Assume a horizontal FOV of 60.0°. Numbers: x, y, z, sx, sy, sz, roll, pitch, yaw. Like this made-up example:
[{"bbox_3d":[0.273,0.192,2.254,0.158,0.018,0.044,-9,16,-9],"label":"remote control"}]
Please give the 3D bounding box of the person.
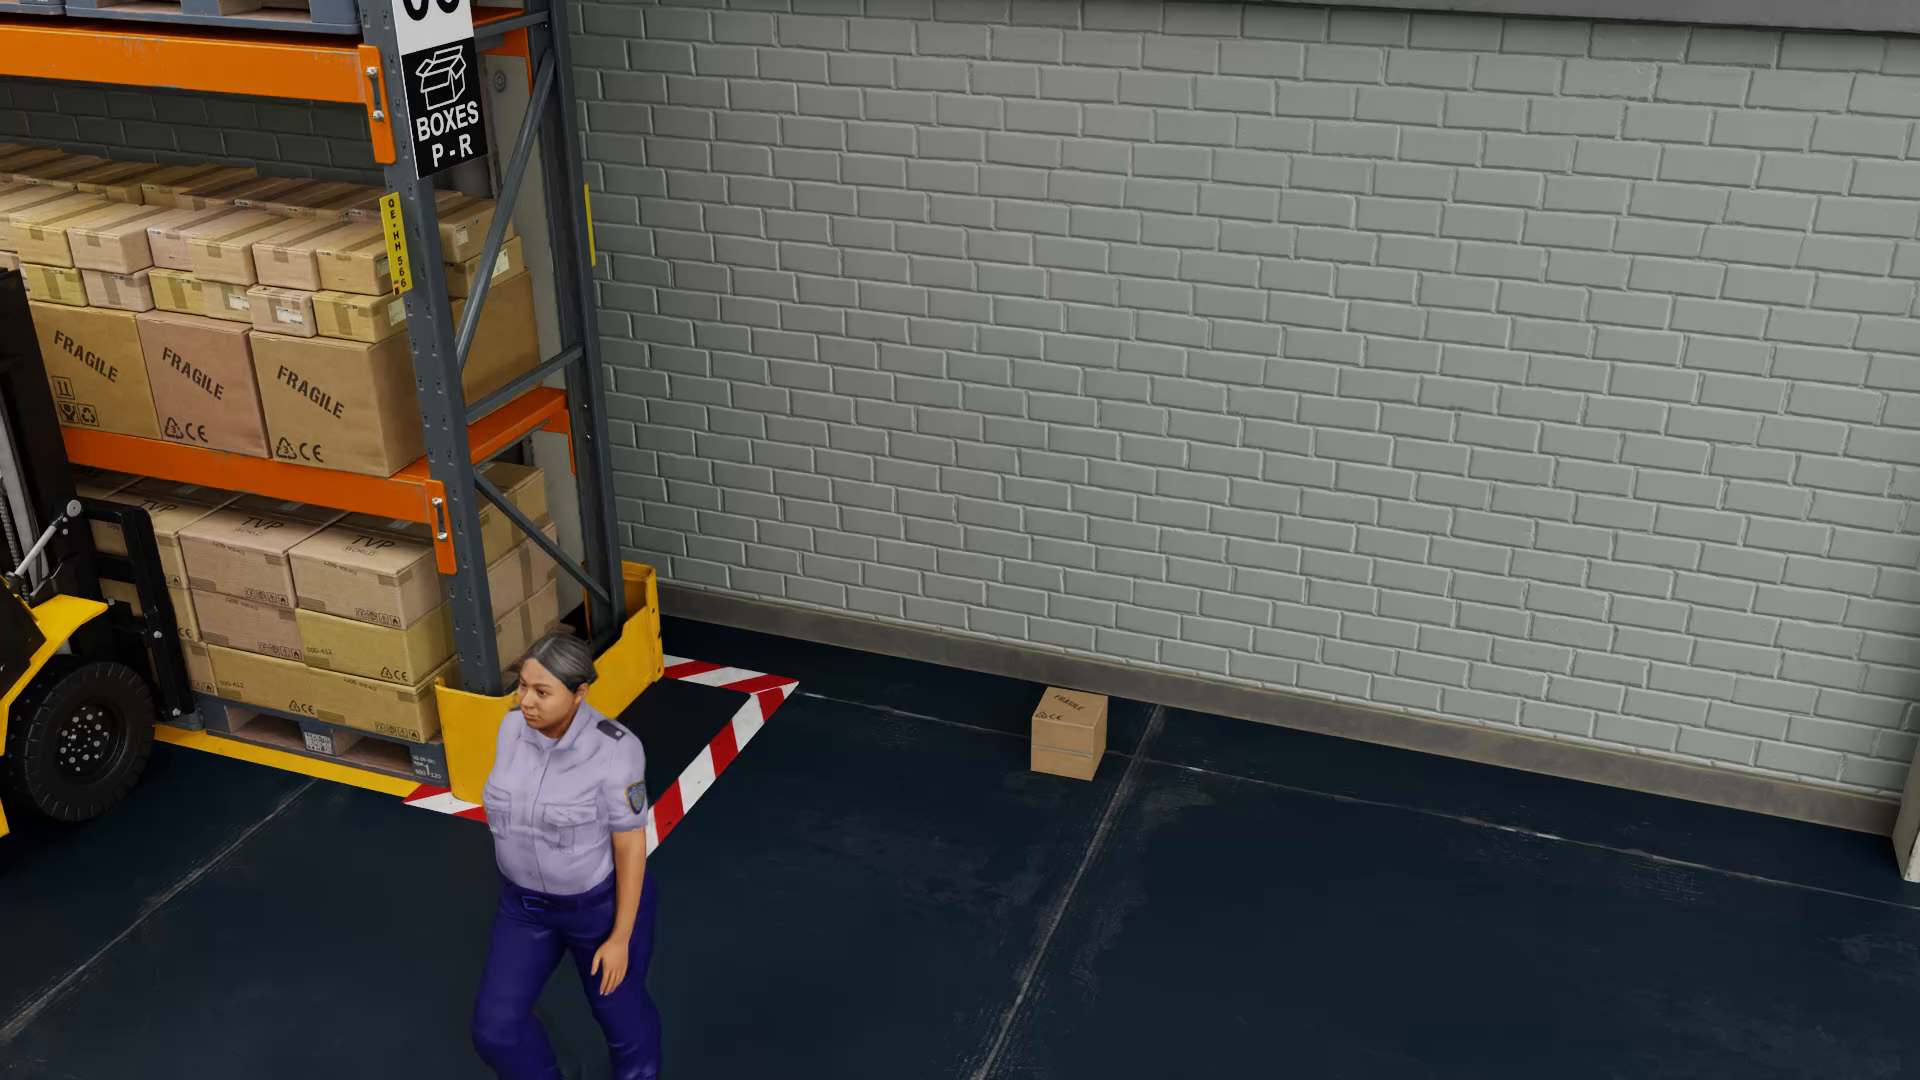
[{"bbox_3d":[-1.055,1.045,4.519,0.480,1.691,0.481,9,27,18],"label":"person"}]
